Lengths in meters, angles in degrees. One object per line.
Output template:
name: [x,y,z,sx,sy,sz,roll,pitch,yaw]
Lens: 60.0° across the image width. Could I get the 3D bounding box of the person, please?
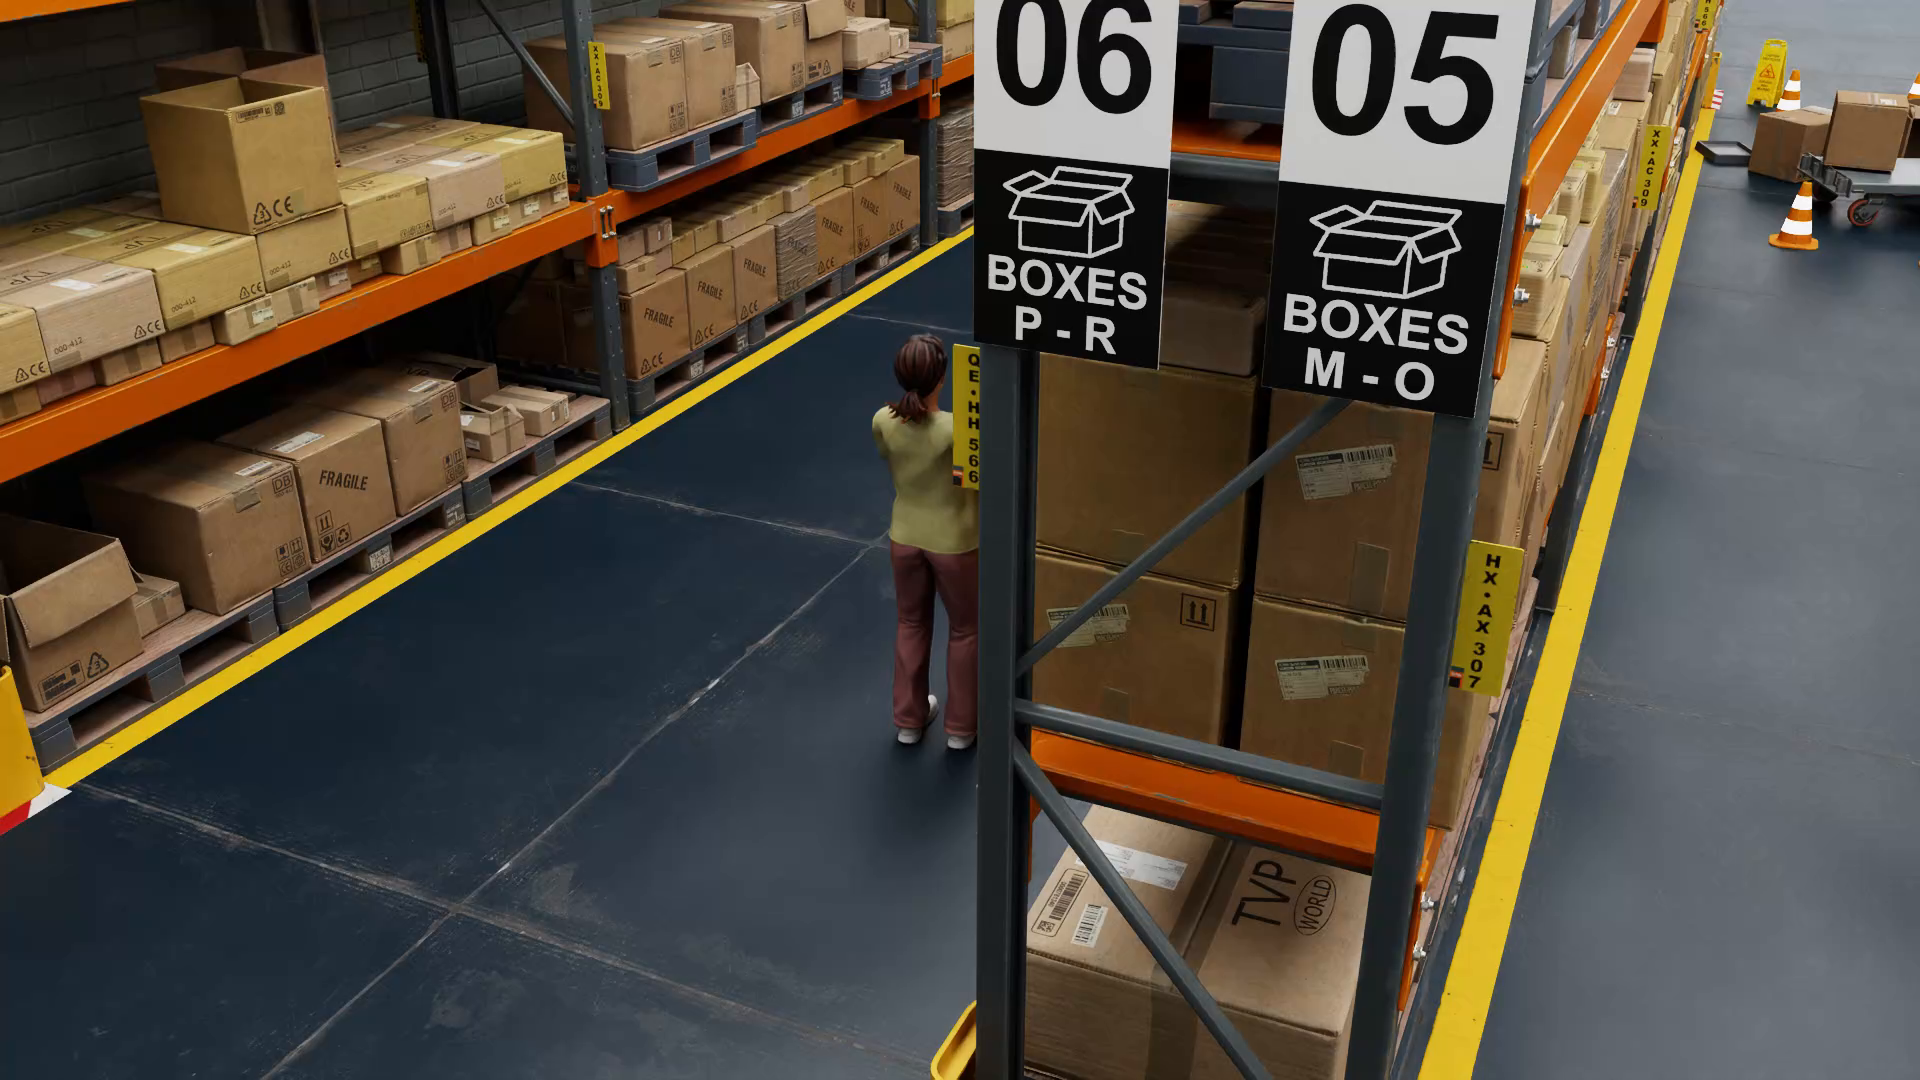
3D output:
person: [-0.063,-0.005,6.145,0.428,1.654,0.545,11,28,22]
